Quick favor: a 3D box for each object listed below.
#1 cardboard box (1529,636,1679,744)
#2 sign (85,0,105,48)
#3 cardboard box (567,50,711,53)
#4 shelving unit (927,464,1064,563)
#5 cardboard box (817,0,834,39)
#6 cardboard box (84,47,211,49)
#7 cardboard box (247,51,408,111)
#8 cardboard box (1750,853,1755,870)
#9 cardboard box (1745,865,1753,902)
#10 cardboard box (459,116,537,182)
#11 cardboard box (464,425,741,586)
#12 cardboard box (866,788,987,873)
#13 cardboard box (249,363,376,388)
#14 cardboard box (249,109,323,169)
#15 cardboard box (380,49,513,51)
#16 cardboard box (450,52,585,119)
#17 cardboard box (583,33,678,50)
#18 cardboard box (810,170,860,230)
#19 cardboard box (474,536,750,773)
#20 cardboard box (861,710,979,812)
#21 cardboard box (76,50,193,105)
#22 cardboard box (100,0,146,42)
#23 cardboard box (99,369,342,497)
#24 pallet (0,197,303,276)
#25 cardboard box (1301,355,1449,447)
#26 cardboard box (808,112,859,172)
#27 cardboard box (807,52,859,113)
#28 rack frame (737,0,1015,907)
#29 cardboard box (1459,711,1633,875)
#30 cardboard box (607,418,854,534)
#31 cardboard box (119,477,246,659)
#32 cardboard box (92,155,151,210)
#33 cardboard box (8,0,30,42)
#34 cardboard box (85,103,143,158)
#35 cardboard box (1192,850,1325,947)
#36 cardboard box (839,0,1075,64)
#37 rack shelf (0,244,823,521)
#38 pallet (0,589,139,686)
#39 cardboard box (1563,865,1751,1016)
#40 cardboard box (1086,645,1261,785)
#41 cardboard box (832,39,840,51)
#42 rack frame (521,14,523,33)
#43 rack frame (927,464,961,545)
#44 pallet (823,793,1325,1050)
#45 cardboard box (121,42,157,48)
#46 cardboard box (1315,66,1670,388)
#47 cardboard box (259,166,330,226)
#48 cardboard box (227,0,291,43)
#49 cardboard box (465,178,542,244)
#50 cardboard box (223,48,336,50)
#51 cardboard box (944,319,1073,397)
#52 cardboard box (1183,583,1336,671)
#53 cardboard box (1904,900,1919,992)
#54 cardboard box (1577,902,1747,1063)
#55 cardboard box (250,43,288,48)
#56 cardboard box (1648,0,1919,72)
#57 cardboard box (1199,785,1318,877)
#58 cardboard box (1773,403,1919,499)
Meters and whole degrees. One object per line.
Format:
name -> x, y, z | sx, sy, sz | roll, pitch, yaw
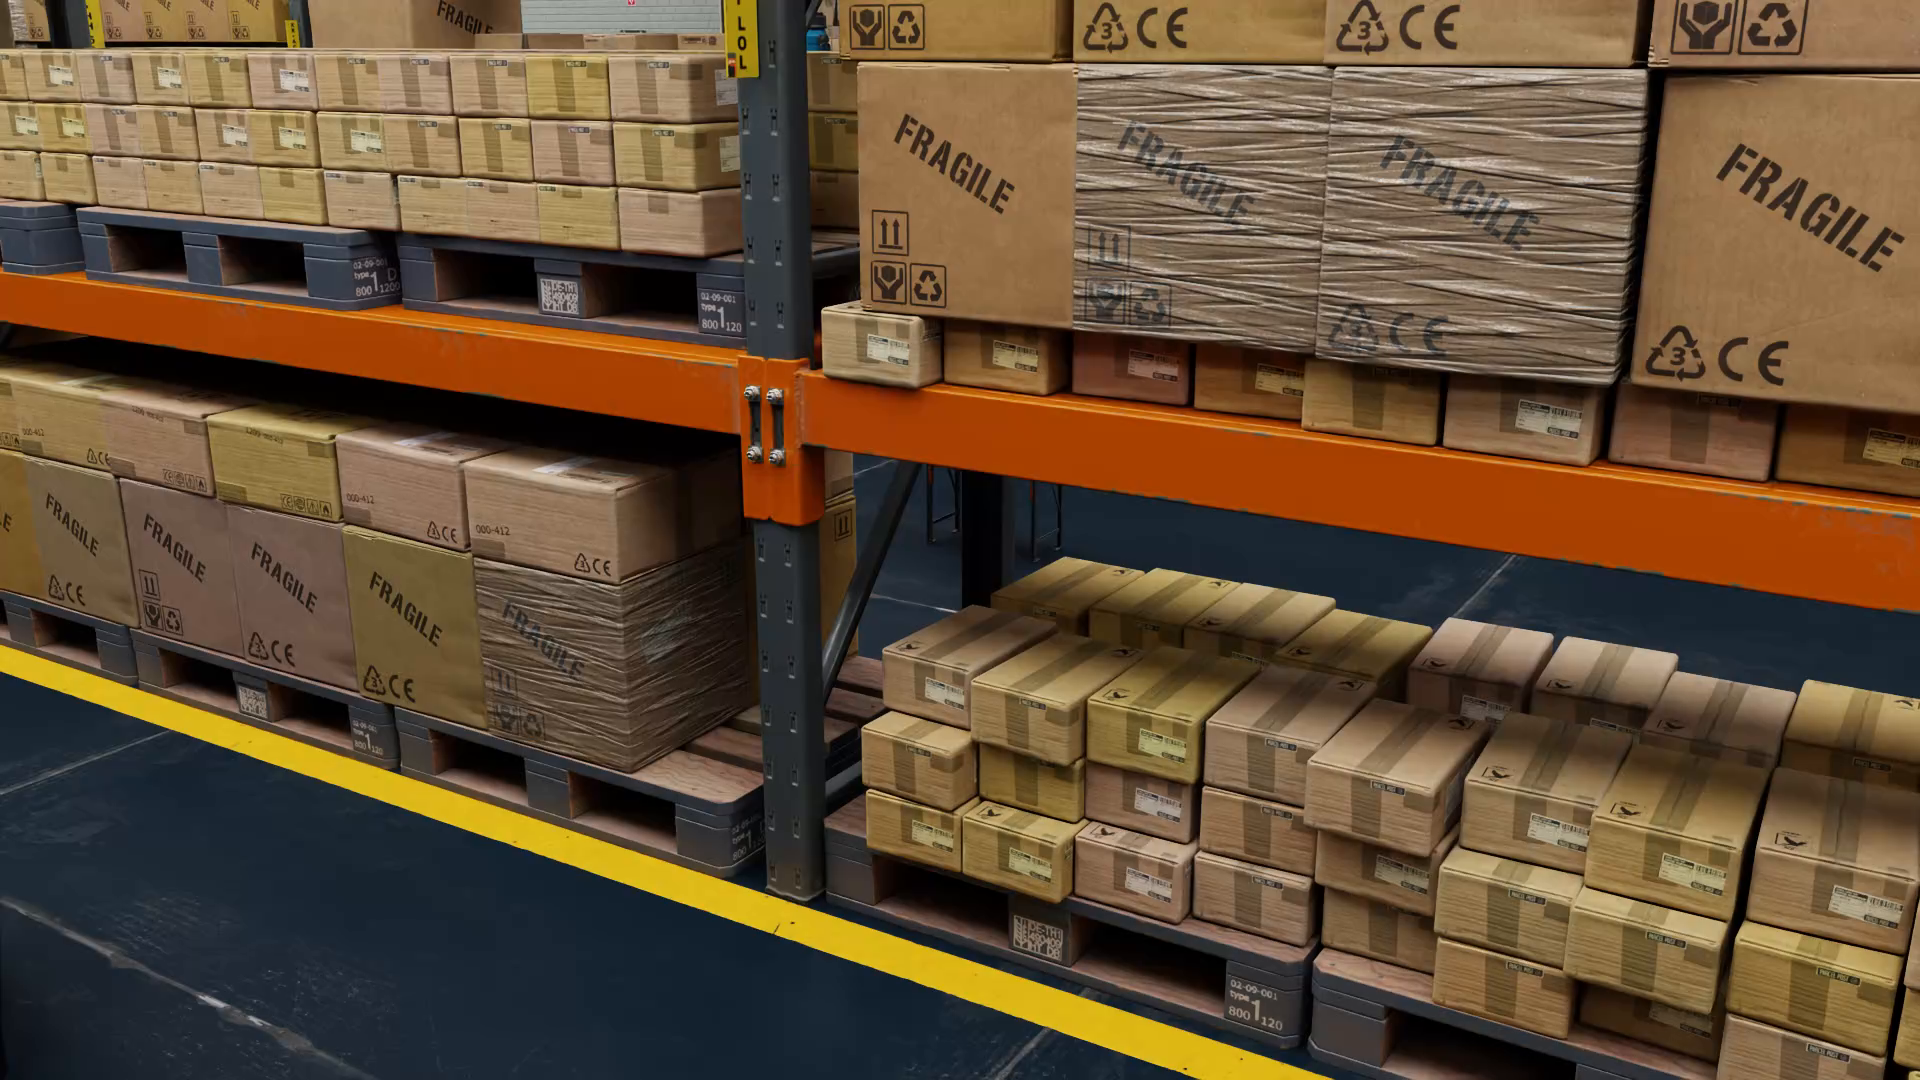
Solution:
cardboard box -> 1.431, 0.359, 3.698 | 0.250, 0.149, 0.380 | 9, 19, 28
sign -> -3.291, -1.950, 6.283 | 0.005, 0.325, 0.100 | 10, 20, 30
cardboard box -> -0.922, -1.348, 4.843 | 0.250, 0.149, 0.380 | 10, 19, 29
shelving unit -> 0.141, -0.549, 6.624 | 0.503, 1.200, 0.258 | 10, 20, 30
cardboard box -> -1.627, -6.688, 21.335 | 0.500, 0.500, 0.700 | 10, 19, 29
cardboard box -> -2.909, -1.702, 6.010 | 0.250, 0.149, 0.380 | 9, 19, 28
cardboard box -> -1.713, -1.266, 4.574 | 0.250, 0.149, 0.380 | 9, 19, 28
cardboard box -> 1.564, 0.568, 3.520 | 0.250, 0.149, 0.380 | 11, 20, 33
cardboard box -> 1.646, 0.691, 3.627 | 0.250, 0.149, 0.380 | 10, 20, 30
cardboard box -> -1.036, -1.002, 4.218 | 0.250, 0.149, 0.380 | 11, 20, 32
cardboard box -> -0.925, -0.104, 4.350 | 0.500, 0.250, 0.500 | 10, 19, 29
cardboard box -> -0.016, 0.609, 3.899 | 0.250, 0.149, 0.380 | 9, 19, 28
cardboard box -> -1.986, -0.467, 5.546 | 0.500, 0.250, 0.500 | 11, 20, 31
cardboard box -> -1.726, -1.124, 4.618 | 0.250, 0.149, 0.380 | 10, 20, 30
cardboard box -> -1.587, -1.465, 5.230 | 0.250, 0.149, 0.380 | 11, 20, 32
cardboard box -> -1.051, -1.148, 4.186 | 0.250, 0.149, 0.380 | 9, 19, 28
cardboard box -> -1.894, -2.892, 10.347 | 0.500, 0.500, 0.700 | 14, 22, 38
cardboard box -> -0.253, -0.944, 4.538 | 0.250, 0.149, 0.380 | 9, 19, 27
cardboard box -> -0.921, 0.255, 4.457 | 0.500, 0.500, 0.500 | 10, 19, 29
cardboard box -> -0.017, 0.466, 3.858 | 0.250, 0.149, 0.380 | 11, 20, 33
cardboard box -> -2.380, -1.385, 4.967 | 0.250, 0.149, 0.380 | 11, 20, 33
cardboard box -> -6.097, -4.017, 12.541 | 0.500, 0.500, 0.500 | 10, 20, 30
cardboard box -> -2.259, -0.341, 5.131 | 0.500, 0.250, 0.500 | 10, 20, 30
pallet -> -2.904, -1.124, 5.751 | 1.003, 0.211, 1.213 | 10, 20, 30
cardboard box -> 0.835, -0.299, 3.138 | 0.250, 0.149, 0.380 | 11, 20, 31
cardboard box -> -0.253, -1.086, 4.495 | 0.250, 0.149, 0.380 | 10, 20, 31
cardboard box -> -0.253, -1.229, 4.451 | 0.250, 0.149, 0.380 | 11, 20, 33
rack frame -> -0.158, -0.689, 3.990 | 0.127, 3.000, 1.000 | 10, 20, 30
cardboard box -> 1.156, 0.490, 3.268 | 0.250, 0.149, 0.380 | 9, 19, 28
cardboard box -> -0.650, -0.231, 4.769 | 0.500, 0.250, 0.500 | 9, 19, 28
cardboard box -> -2.227, 0.021, 5.231 | 0.500, 0.500, 0.500 | 10, 19, 29
cardboard box -> -2.373, -1.098, 5.045 | 0.250, 0.149, 0.380 | 11, 20, 32
cardboard box -> -7.376, -4.245, 13.292 | 0.500, 0.500, 0.500 | 10, 20, 30
cardboard box -> -2.372, -1.241, 5.003 | 0.250, 0.149, 0.380 | 10, 20, 30
cardboard box -> 0.692, 0.700, 3.597 | 0.250, 0.149, 0.380 | 10, 19, 29
cardboard box -> 0.099, -1.229, 3.362 | 0.500, 0.500, 0.500 | 11, 20, 31
rack shelf -> -1.862, -0.649, 5.096 | 4.000, 0.370, 1.077 | 10, 20, 30
pallet -> -2.902, 0.156, 6.006 | 1.213, 0.211, 1.003 | 10, 20, 30
cardboard box -> 1.302, 0.697, 3.095 | 0.250, 0.149, 0.380 | 10, 20, 31
cardboard box -> 0.472, 0.376, 3.643 | 0.250, 0.149, 0.380 | 10, 19, 29
cardboard box -> -1.412, -6.269, 21.071 | 0.250, 0.149, 0.380 | 9, 19, 28
rack frame -> -5.110, -4.954, 18.031 | 0.127, 3.000, 1.000 | 10, 20, 30
rack frame -> -0.067, -0.586, 6.746 | 0.015, 1.200, 0.240 | 10, 20, 30
pallet -> 0.433, 0.738, 4.088 | 1.213, 0.211, 1.003 | 10, 20, 30
cardboard box -> -5.935, -3.615, 12.939 | 0.500, 0.500, 0.875 | 10, 20, 30
cardboard box -> 0.968, -0.583, 2.955 | 0.500, 0.500, 0.500 | 10, 19, 29
cardboard box -> -1.712, -0.979, 4.653 | 0.250, 0.149, 0.380 | 11, 20, 32
cardboard box -> -4.821, -3.788, 11.787 | 0.500, 0.500, 0.500 | 10, 20, 30
cardboard box -> -1.033, -0.859, 4.259 | 0.250, 0.149, 0.380 | 10, 20, 30
cardboard box -> -2.244, -1.584, 5.621 | 0.250, 0.149, 0.380 | 11, 20, 32
cardboard box -> 0.171, -0.424, 3.549 | 0.250, 0.149, 0.380 | 11, 20, 32
cardboard box -> 0.736, 0.244, 4.076 | 0.250, 0.149, 0.380 | 10, 20, 30
cardboard box -> 1.750, 0.637, 2.782 | 0.250, 0.149, 0.380 | 11, 20, 32
cardboard box -> 1.375, 0.817, 3.213 | 0.250, 0.149, 0.380 | 11, 20, 32
cardboard box -> -4.644, -3.393, 12.207 | 0.500, 0.500, 0.875 | 10, 20, 30
cardboard box -> 1.398, -0.991, 2.579 | 0.500, 0.500, 0.500 | 9, 19, 28
cardboard box -> 0.701, 0.552, 3.574 | 0.250, 0.149, 0.380 | 9, 19, 27
cardboard box -> 1.538, -0.194, 2.793 | 0.250, 0.149, 0.380 | 11, 20, 31
